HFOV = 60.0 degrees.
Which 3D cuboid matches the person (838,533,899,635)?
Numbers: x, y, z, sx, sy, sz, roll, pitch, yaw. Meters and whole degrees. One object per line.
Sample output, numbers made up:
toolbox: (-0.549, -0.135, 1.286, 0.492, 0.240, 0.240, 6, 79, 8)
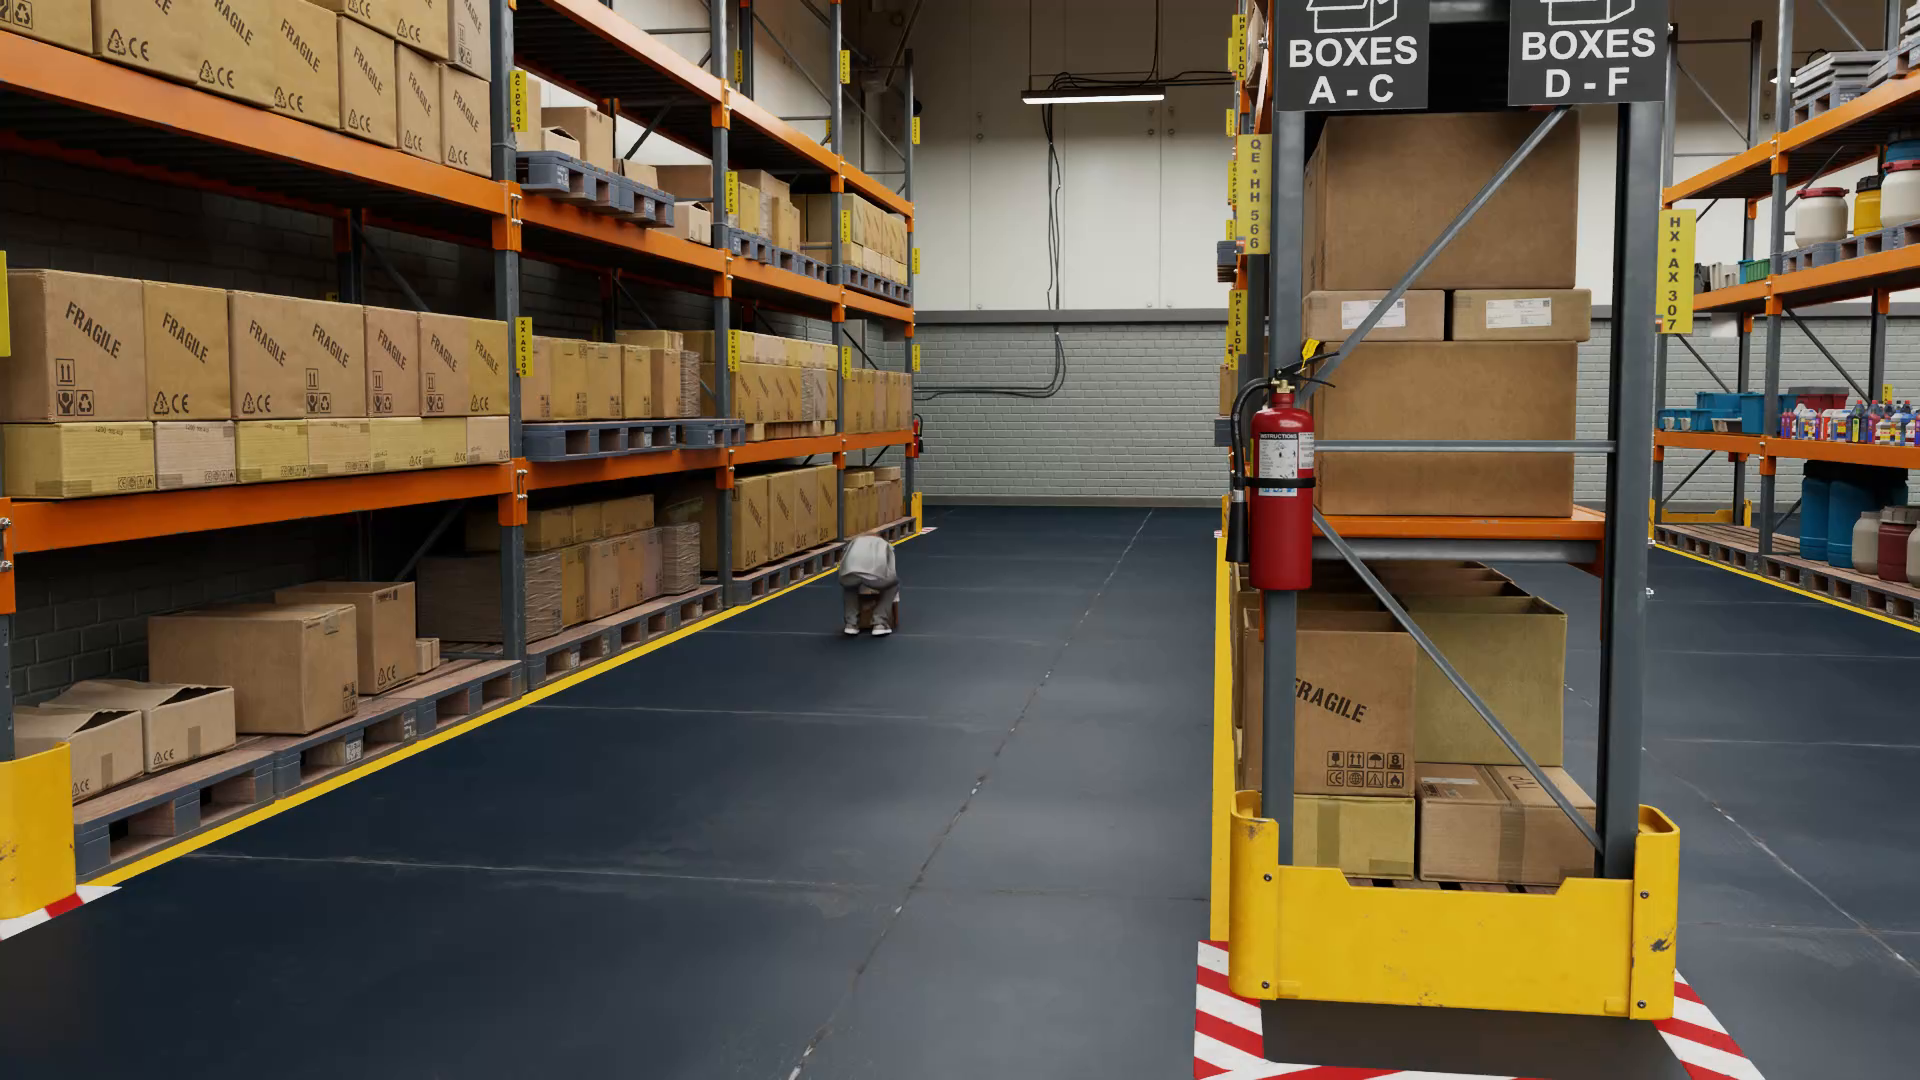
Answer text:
person: (-0.646, 0.327, 11.858, 0.418, 0.695, 0.862, 1, 5, 7)
